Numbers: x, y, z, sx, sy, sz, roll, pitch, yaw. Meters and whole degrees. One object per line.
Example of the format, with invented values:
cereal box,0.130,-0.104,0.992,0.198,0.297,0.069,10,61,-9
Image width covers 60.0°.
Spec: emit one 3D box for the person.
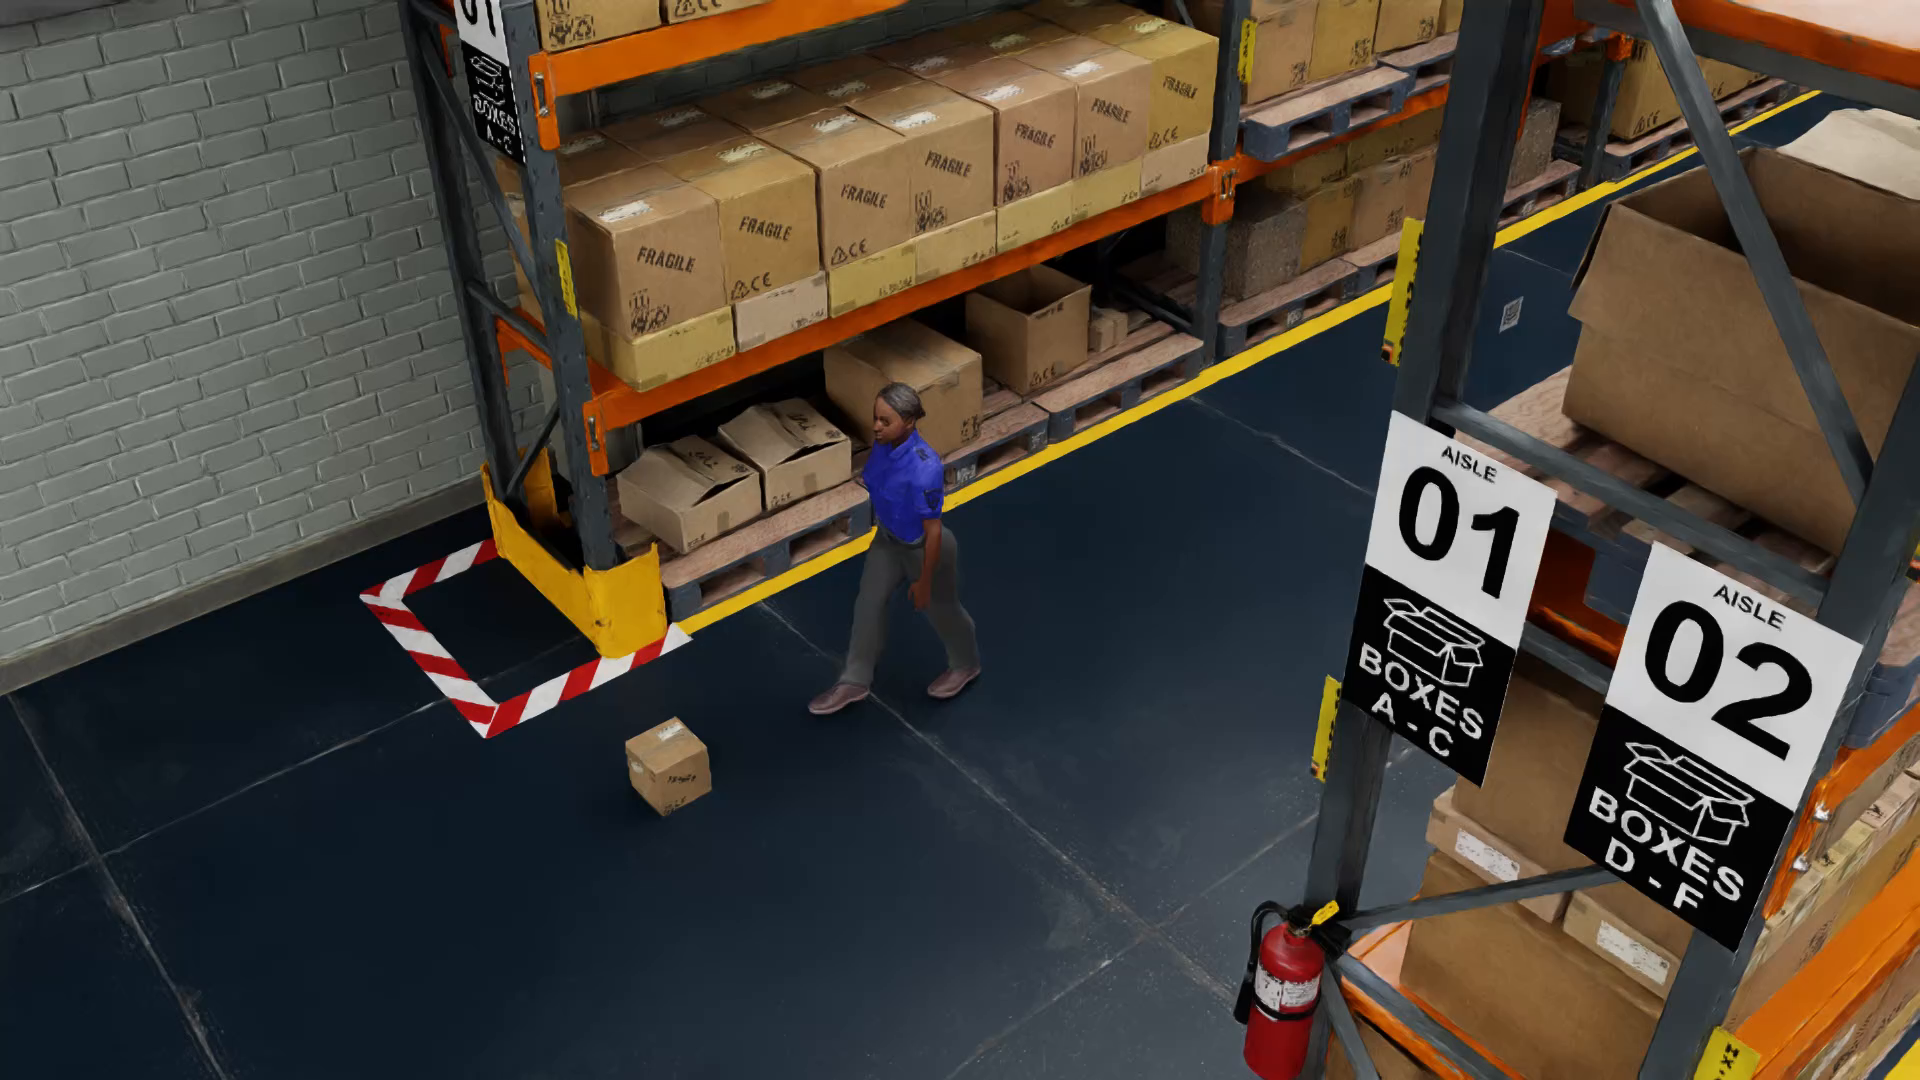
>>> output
person,-0.252,0.062,6.984,0.796,1.623,0.471,-24,42,-29
